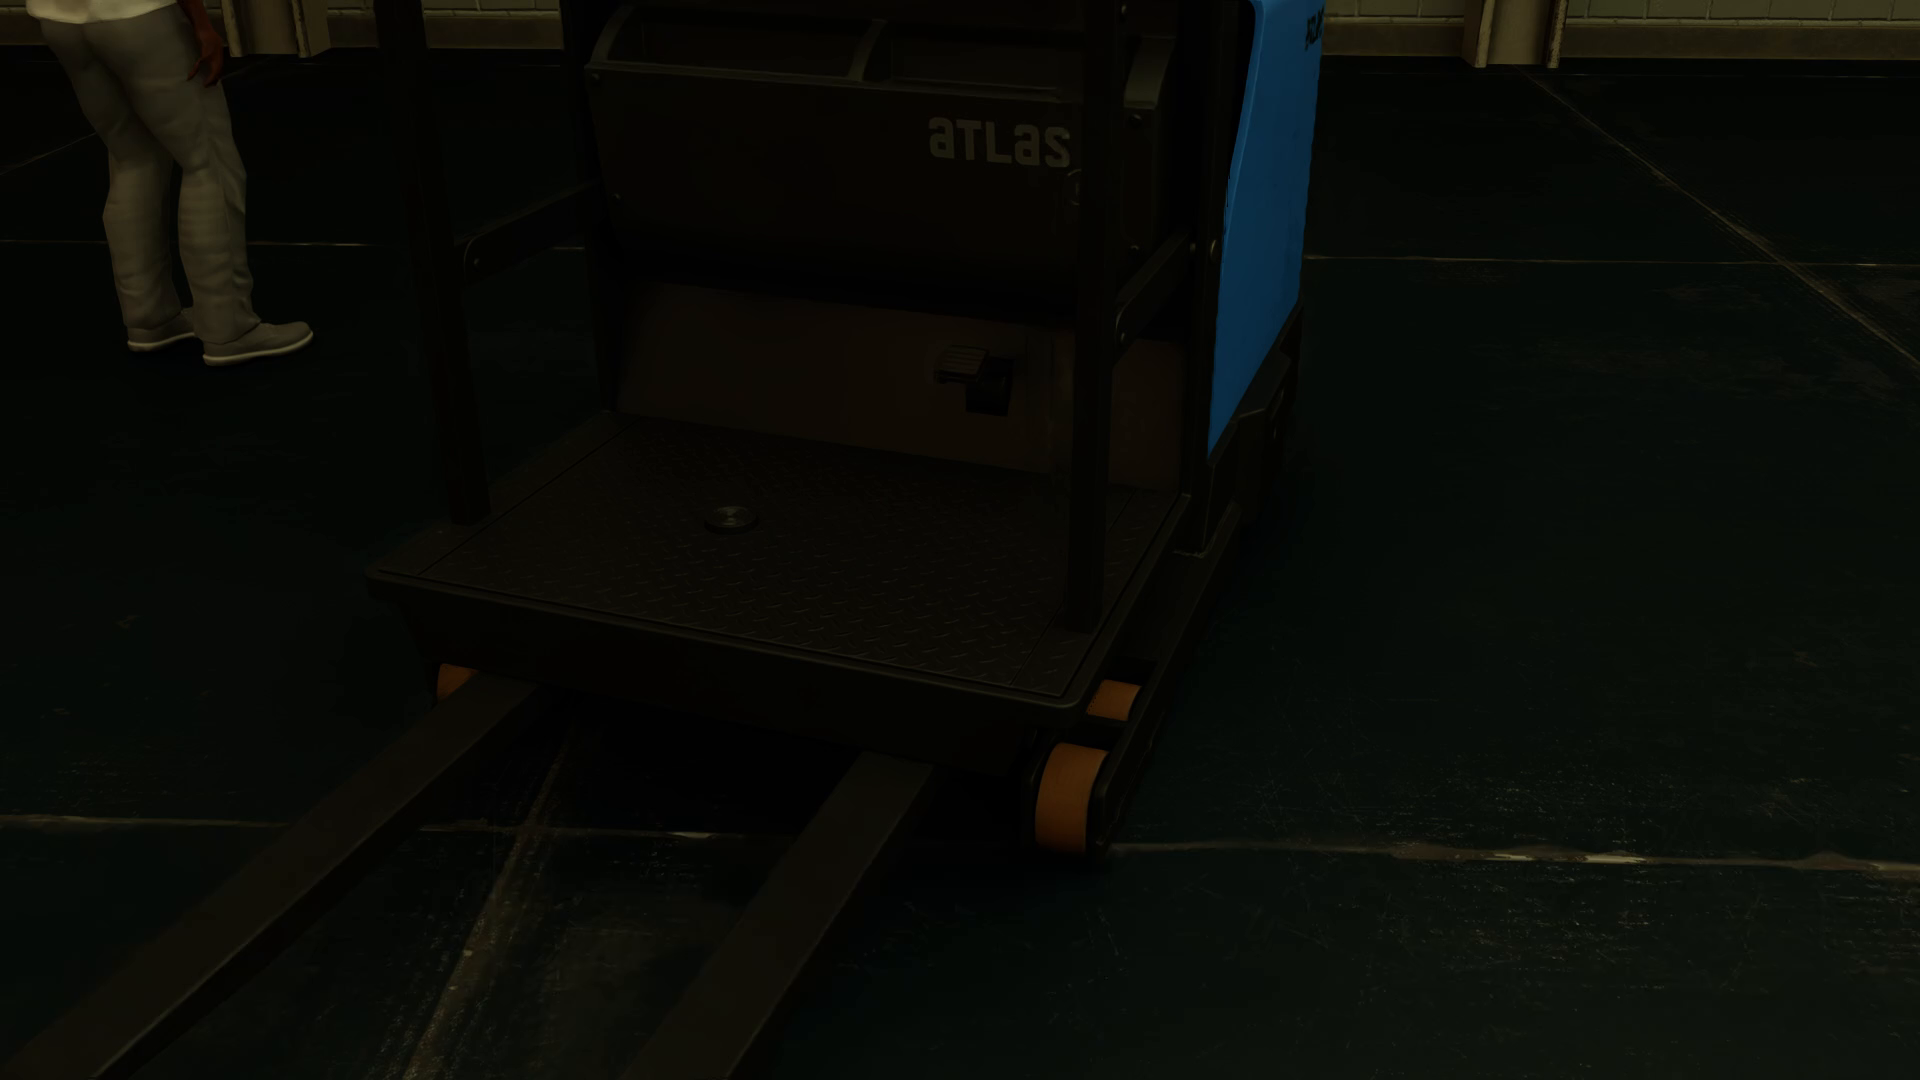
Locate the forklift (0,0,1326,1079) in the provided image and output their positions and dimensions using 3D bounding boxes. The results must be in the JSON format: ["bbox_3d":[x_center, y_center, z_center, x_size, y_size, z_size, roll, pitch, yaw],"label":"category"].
[{"bbox_3d":[-0.206,-1.060,2.169,1.130,2.935,3.031,9,28,18],"label":"forklift"}]

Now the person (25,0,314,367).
[{"bbox_3d":[-1.982,-1.244,3.986,0.507,1.656,0.394,13,29,24],"label":"person"}]
